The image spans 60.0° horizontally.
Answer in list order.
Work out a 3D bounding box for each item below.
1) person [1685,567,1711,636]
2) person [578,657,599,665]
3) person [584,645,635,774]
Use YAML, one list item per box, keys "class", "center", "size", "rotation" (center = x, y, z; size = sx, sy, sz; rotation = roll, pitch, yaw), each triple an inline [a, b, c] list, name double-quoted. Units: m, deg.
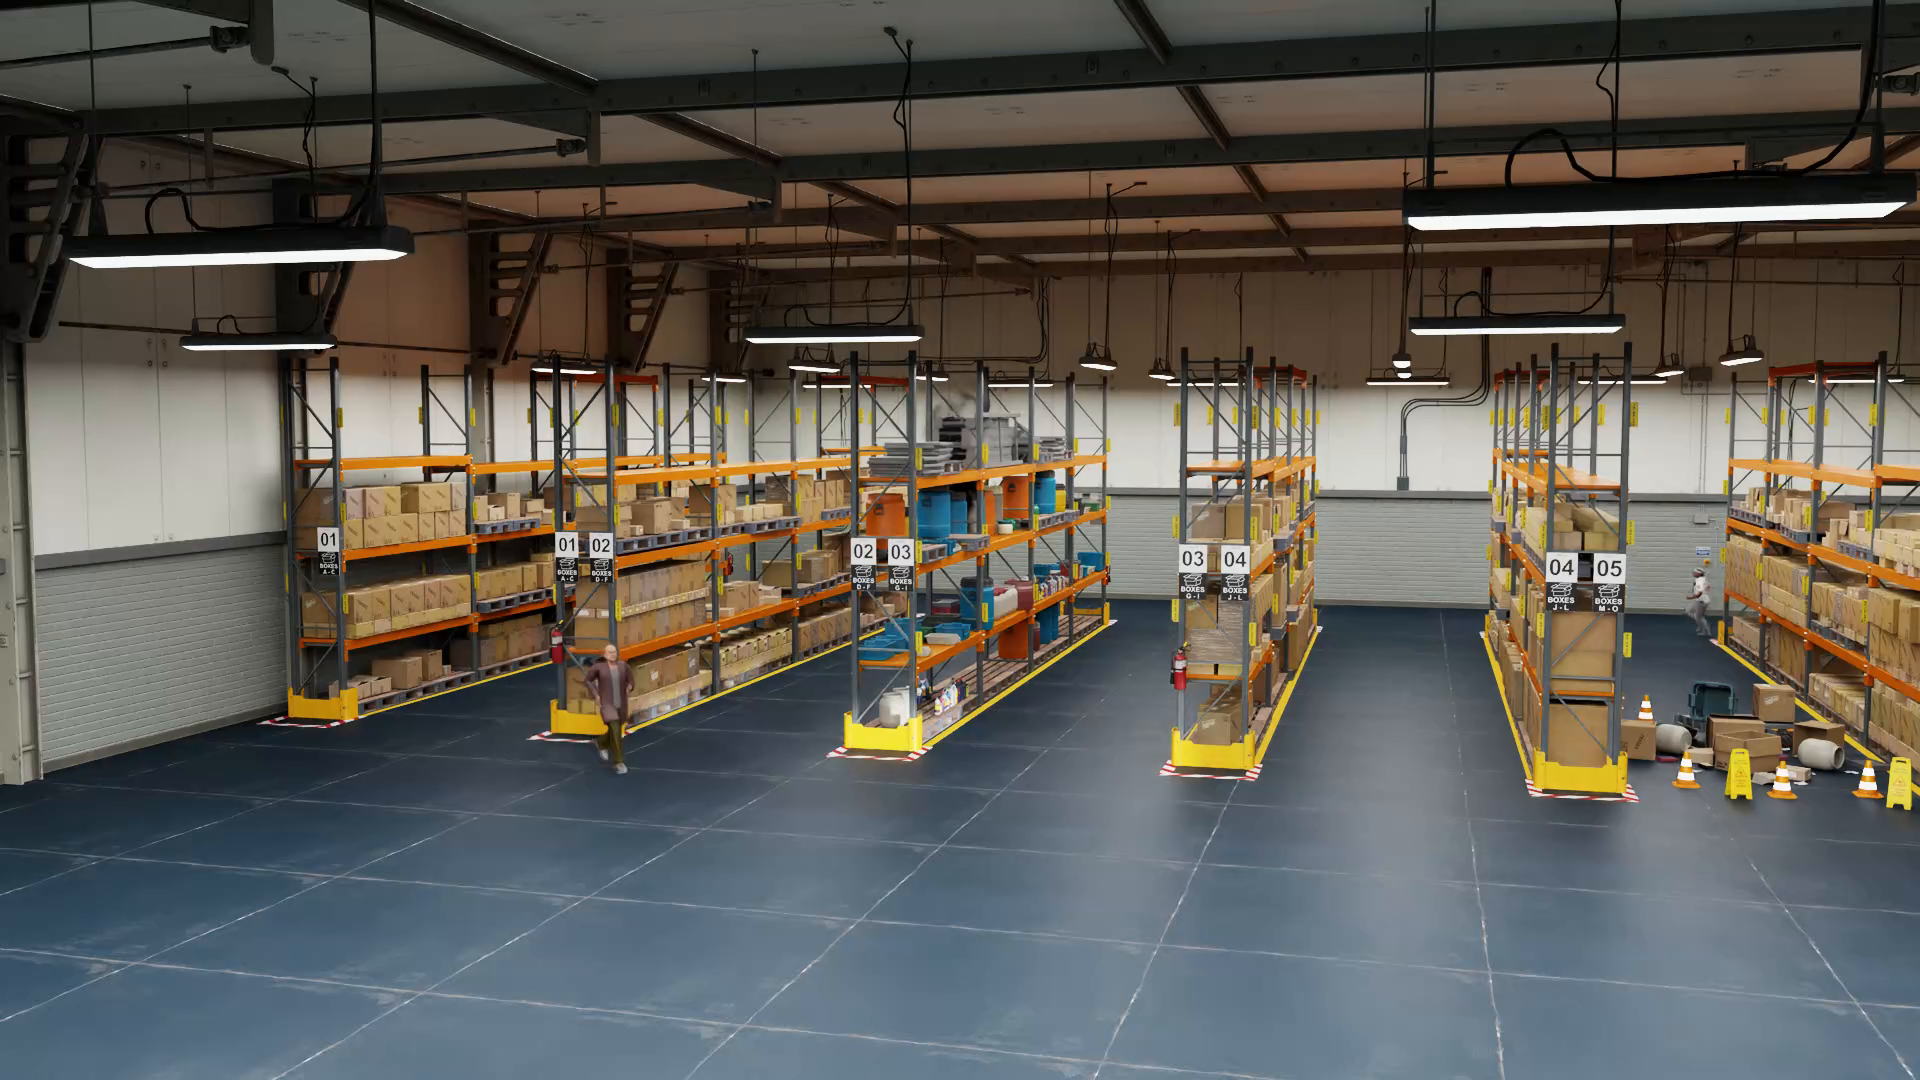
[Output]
- class: "person"
  center: [16.936, 1.407, 38.140]
  size: [0.578, 1.615, 0.622]
  rotation: [2, 4, 20]
- class: "person"
  center: [-6.663, 1.921, 30.071]
  size: [0.697, 1.750, 0.672]
  rotation: [1, 4, 14]
- class: "person"
  center: [-4.954, 2.382, 23.714]
  size: [0.693, 1.780, 0.973]
  rotation: [-3, 5, -37]
